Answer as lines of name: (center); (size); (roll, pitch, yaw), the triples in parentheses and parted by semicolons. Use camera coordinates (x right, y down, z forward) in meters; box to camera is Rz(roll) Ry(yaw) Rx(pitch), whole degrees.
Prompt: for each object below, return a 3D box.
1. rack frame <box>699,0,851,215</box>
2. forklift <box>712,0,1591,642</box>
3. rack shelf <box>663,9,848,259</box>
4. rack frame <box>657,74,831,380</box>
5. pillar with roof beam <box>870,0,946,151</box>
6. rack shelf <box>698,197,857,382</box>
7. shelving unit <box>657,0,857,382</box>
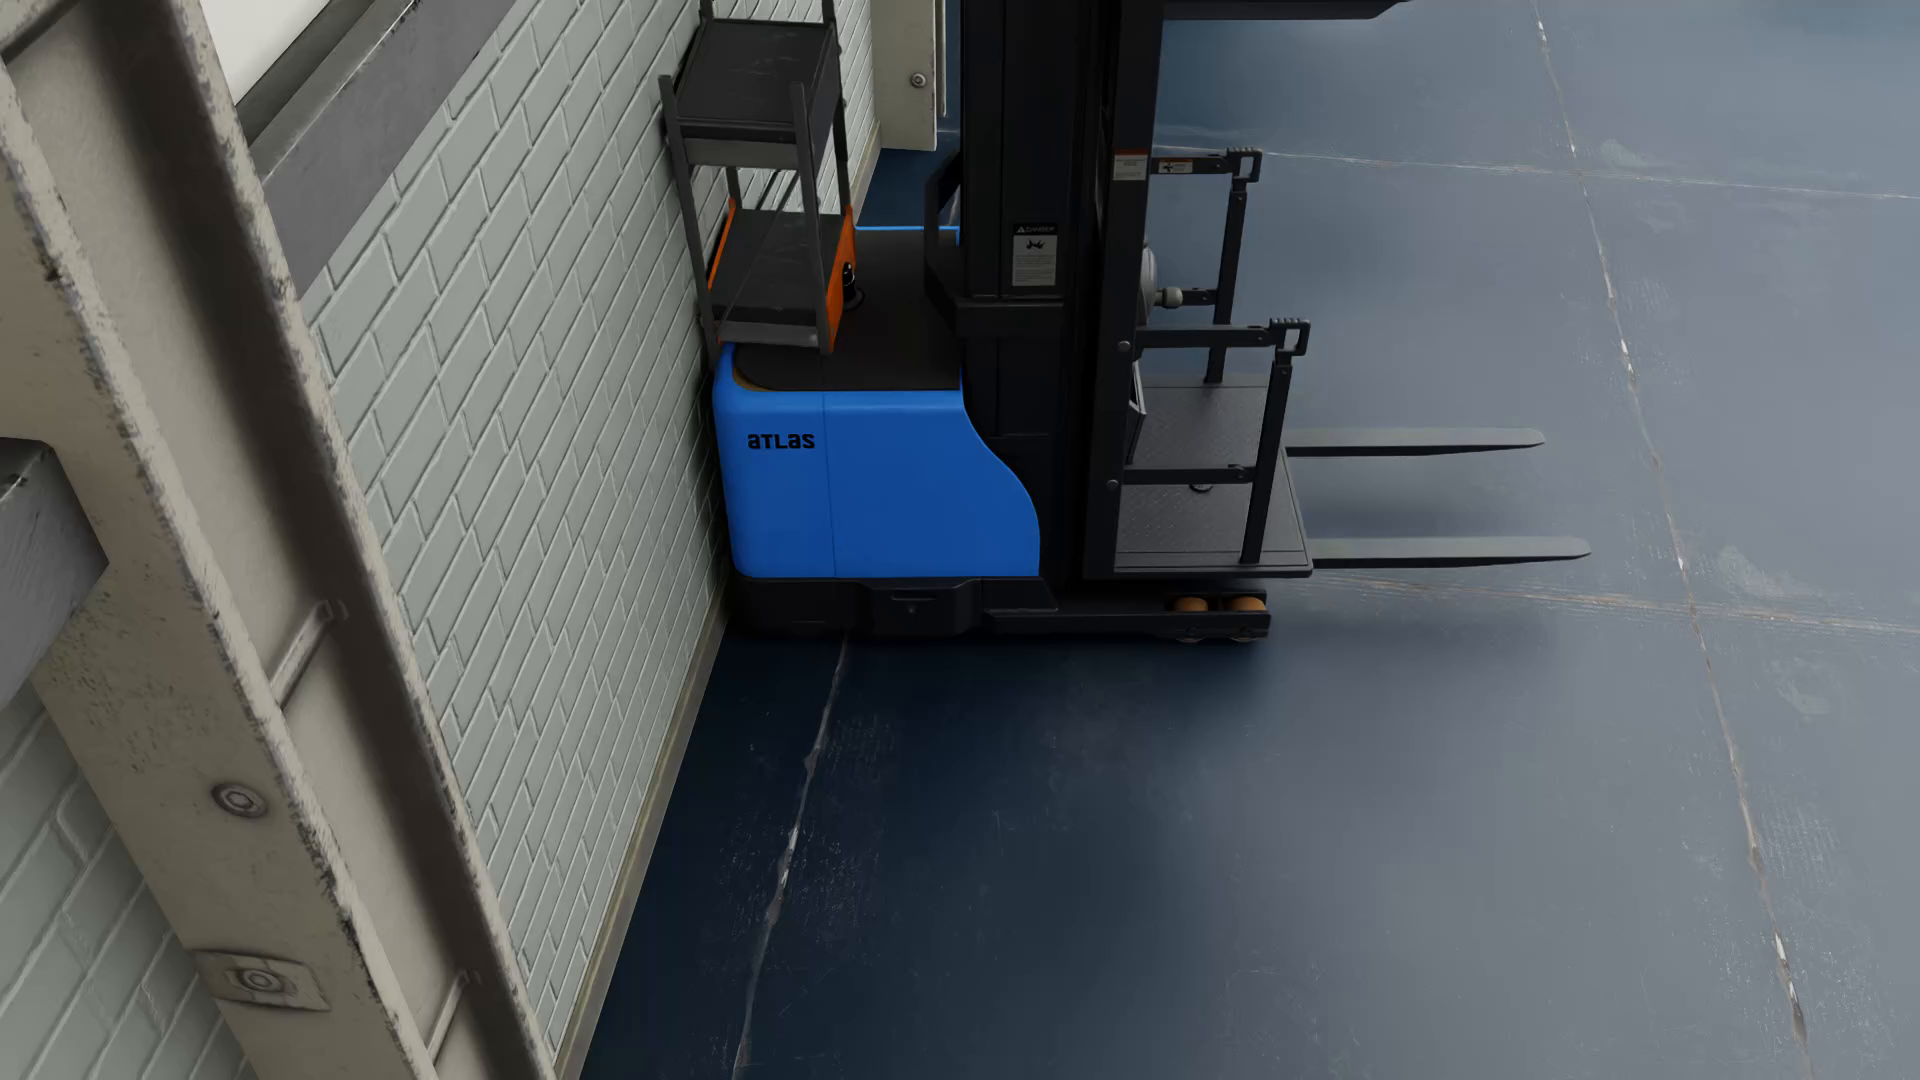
rack frame: (-0.552, -0.957, 5.635); (0.400, 2.100, 0.015); (4, 51, 5)
forklift: (0.714, -1.071, 5.249); (3.031, 2.935, 1.130); (-1, 43, -1)
rack shelf: (-0.591, -1.206, 4.952); (0.431, 0.518, 0.480); (4, 51, 5)
rack frame: (-0.607, -0.582, 5.327); (0.400, 2.100, 0.015); (4, 51, 5)
pillar with roof beam: (4.016, -4.966, 4.950); (9.100, 9.000, 0.400); (5, 44, 6)
rack shelf: (-0.579, -0.761, 5.492); (0.431, 0.518, 0.480); (4, 51, 5)
shelving unit: (-0.579, -0.770, 5.481); (0.431, 2.100, 0.503); (4, 51, 5)
